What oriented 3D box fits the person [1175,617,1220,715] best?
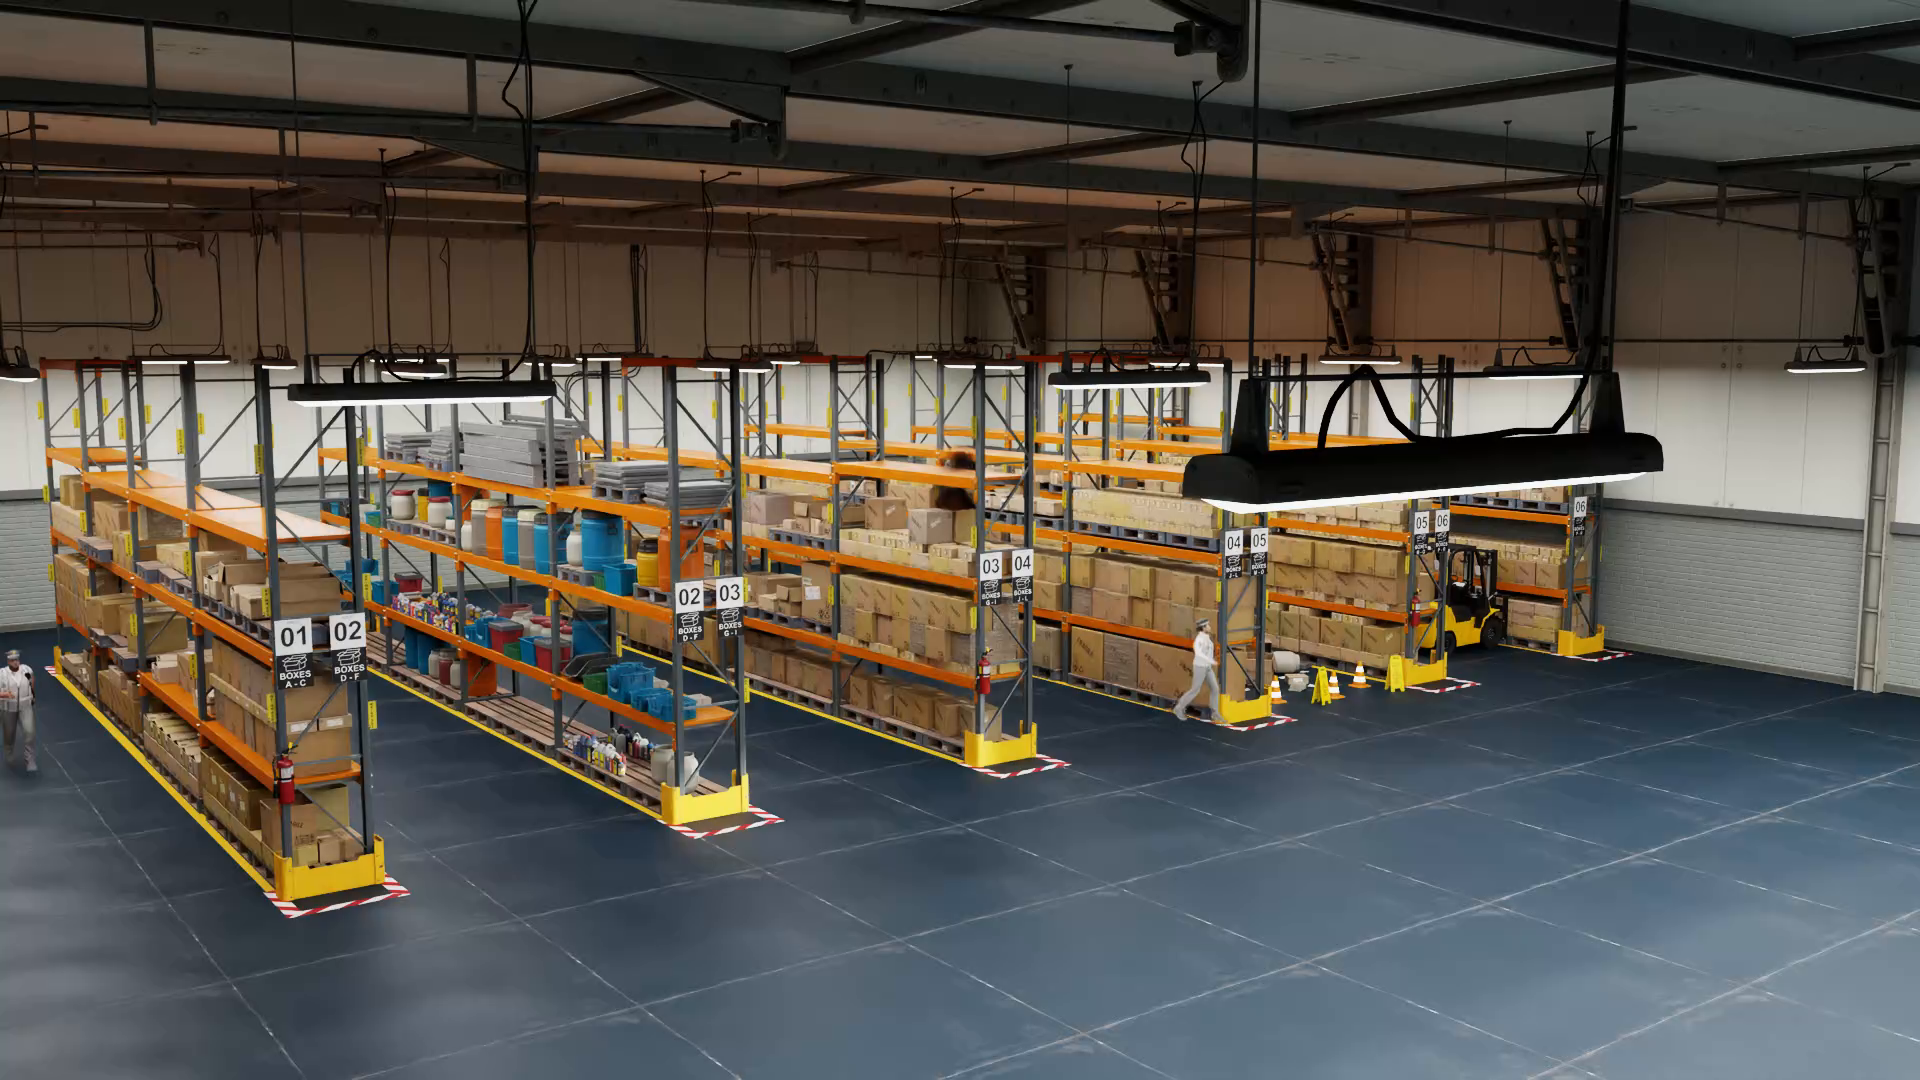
[{"bbox_3d":[3.873,2.036,26.842,0.709,1.590,0.480,3,7,22],"label":"person"}]

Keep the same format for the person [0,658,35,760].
[{"bbox_3d":[-13.987,2.445,24.608,0.608,1.607,0.876,-5,9,-37],"label":"person"}]
